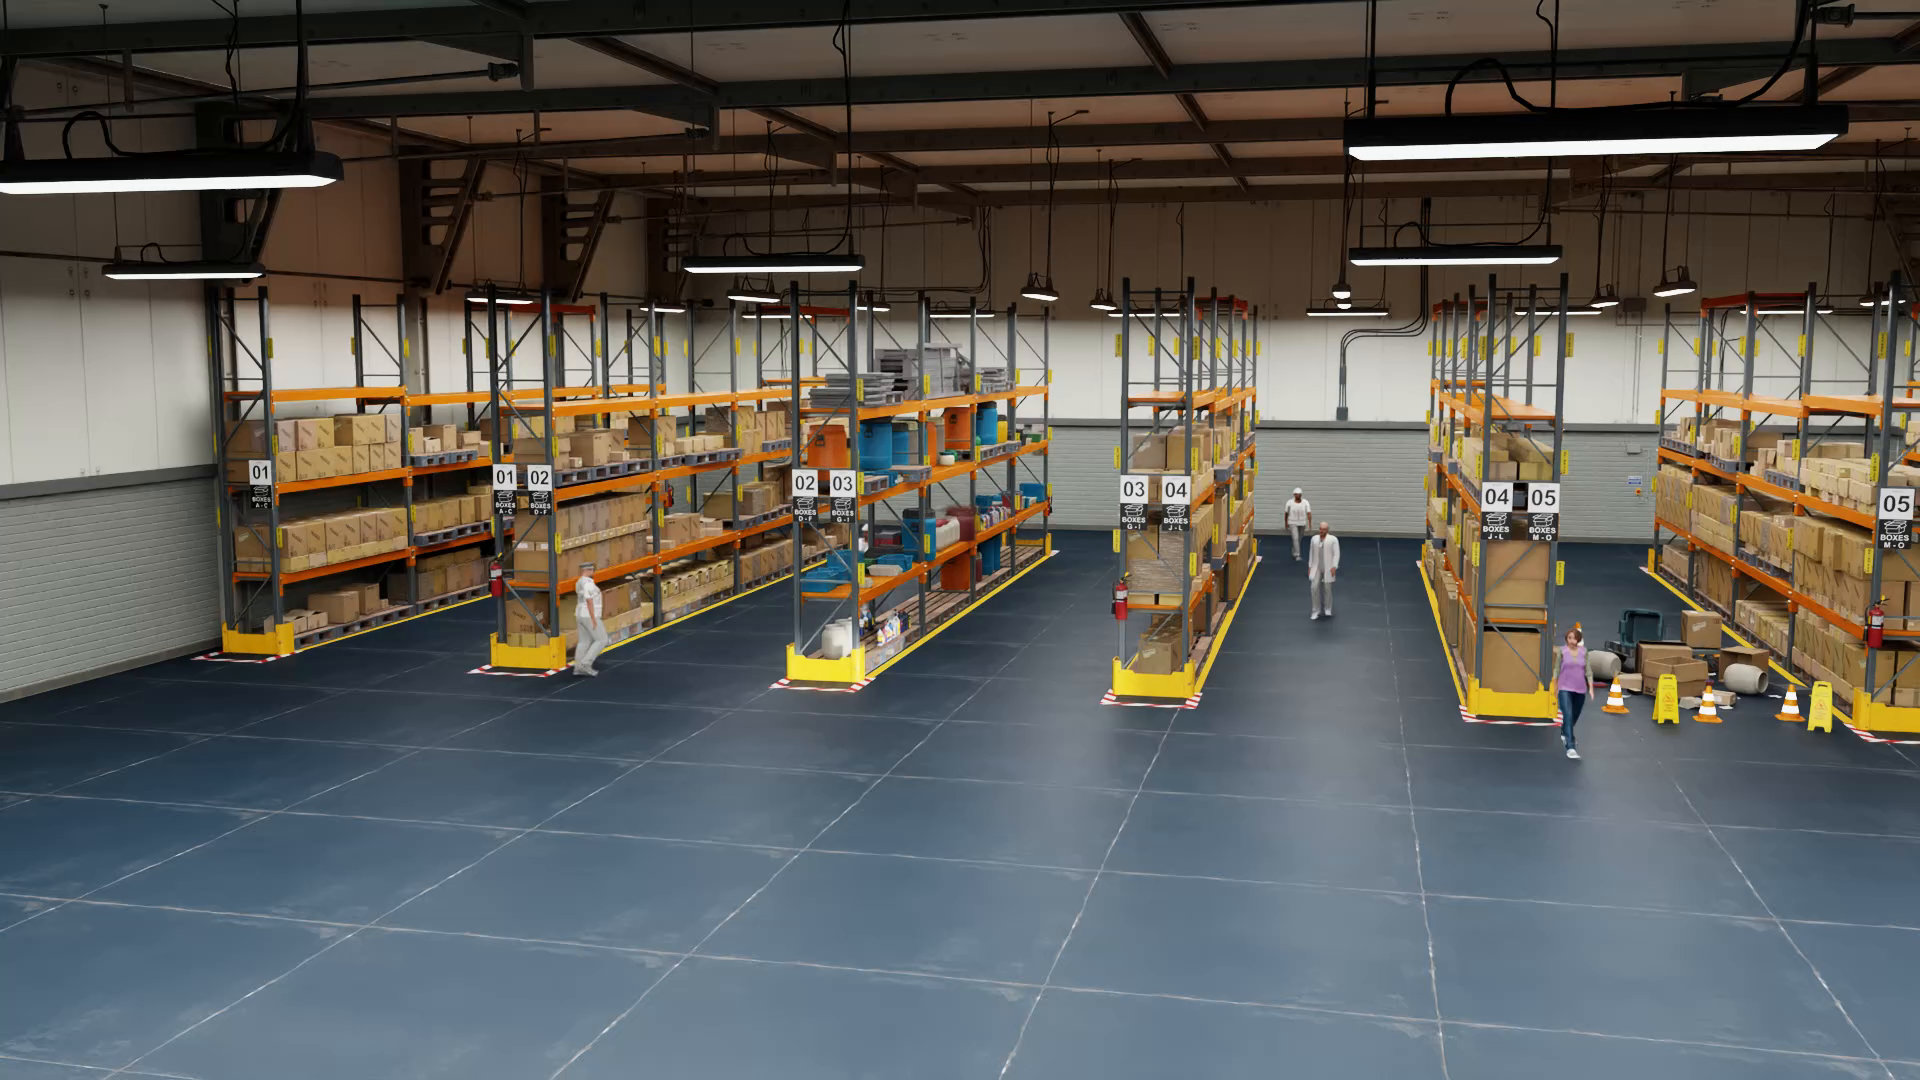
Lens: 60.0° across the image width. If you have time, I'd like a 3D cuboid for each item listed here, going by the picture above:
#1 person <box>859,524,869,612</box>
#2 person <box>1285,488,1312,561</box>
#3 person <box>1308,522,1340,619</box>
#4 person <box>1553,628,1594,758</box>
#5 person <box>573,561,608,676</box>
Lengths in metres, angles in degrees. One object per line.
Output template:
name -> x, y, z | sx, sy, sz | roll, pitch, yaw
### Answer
person -> -1.780, 0.570, 31.023 | 0.585, 1.748, 1.007 | 2, 7, 18
person -> 8.018, -0.382, 39.392 | 0.564, 1.712, 1.088 | -1, 7, -5
person -> 6.790, 0.571, 31.094 | 0.632, 1.826, 0.639 | 4, 8, 29
person -> 7.582, 1.854, 20.560 | 0.436, 1.547, 0.908 | 1, 7, 5
person -> -5.722, 1.205, 25.521 | 0.480, 1.728, 0.656 | -5, 8, -35
